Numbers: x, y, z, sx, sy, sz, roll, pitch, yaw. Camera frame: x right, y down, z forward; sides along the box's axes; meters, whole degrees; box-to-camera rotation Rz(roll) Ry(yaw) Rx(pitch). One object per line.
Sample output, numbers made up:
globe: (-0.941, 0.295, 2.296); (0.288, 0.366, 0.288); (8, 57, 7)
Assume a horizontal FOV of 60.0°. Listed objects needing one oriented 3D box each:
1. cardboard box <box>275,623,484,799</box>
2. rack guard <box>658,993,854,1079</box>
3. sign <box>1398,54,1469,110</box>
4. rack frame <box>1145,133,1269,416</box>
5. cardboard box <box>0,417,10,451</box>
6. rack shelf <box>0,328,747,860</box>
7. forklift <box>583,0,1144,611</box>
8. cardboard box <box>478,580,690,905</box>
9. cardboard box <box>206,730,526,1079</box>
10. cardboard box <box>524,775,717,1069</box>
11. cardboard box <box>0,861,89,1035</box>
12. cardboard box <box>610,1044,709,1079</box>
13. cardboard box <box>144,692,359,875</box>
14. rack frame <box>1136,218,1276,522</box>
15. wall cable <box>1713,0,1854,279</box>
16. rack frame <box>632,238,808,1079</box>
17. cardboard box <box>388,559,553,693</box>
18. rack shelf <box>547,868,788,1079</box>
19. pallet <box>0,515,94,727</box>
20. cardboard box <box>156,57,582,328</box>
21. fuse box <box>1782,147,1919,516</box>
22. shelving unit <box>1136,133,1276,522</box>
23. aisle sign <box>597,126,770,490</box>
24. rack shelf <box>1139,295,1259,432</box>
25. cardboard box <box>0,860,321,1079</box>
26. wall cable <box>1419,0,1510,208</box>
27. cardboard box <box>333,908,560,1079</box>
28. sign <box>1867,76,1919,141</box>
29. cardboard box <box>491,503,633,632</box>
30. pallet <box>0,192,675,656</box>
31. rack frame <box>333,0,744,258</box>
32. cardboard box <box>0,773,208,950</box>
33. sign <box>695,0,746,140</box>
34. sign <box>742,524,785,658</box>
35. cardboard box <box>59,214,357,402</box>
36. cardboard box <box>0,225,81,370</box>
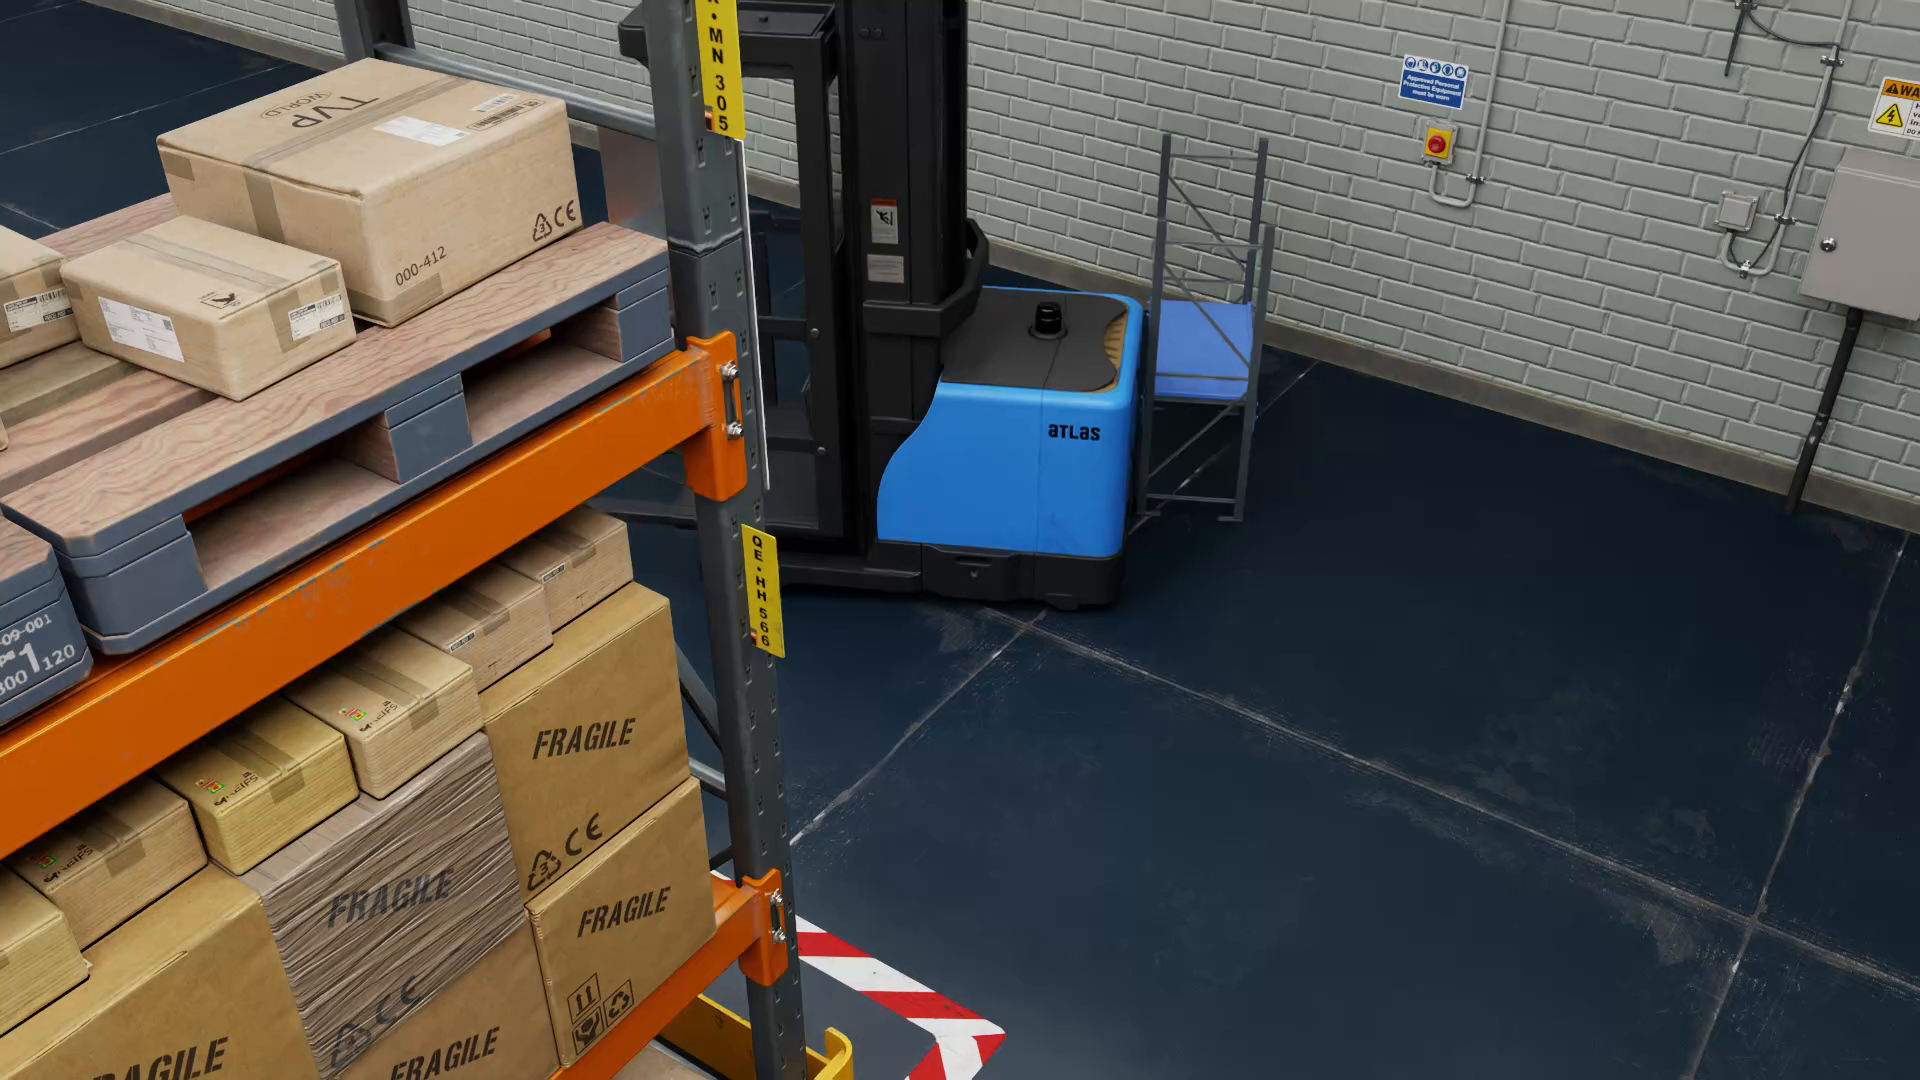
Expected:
cardboard box: (-1.116, 0.288, 3.086); (0.380, 0.149, 0.250); (21, 39, 28)
rack guard: (-0.859, 1.537, 5.031); (1.175, 0.500, 0.348); (21, 39, 28)
sign: (2.318, -2.245, 8.151); (0.327, 0.218, 0.001); (21, 39, 28)
rack frame: (1.215, -1.296, 8.328); (0.500, 1.500, 0.032); (4, 34, 6)
cardboard box: (-1.767, -0.236, 2.358); (0.500, 0.311, 0.500); (22, 40, 29)
rack shelf: (-2.013, 0.488, 2.315); (1.077, 0.370, 4.000); (21, 39, 28)
forklift: (-0.728, -1.282, 7.029); (3.031, 2.935, 1.130); (5, 34, 7)
cardboard box: (-0.952, 0.355, 3.566); (0.500, 0.500, 0.500); (23, 40, 30)
cardboard box: (-1.226, 0.605, 3.196); (0.500, 0.500, 0.500); (21, 40, 28)
cardboard box: (-0.930, 0.778, 3.833); (0.500, 0.500, 0.500); (21, 40, 28)
cardboard box: (-1.595, 0.622, 2.591); (0.380, 0.149, 0.250); (22, 40, 29)
cardboard box: (-1.167, 1.736, 4.418); (0.875, 0.438, 0.875); (20, 39, 27)
cardboard box: (-1.293, 0.390, 2.934); (0.380, 0.149, 0.250); (22, 40, 29)
rack frame: (1.089, -0.731, 7.492); (0.500, 1.500, 0.032); (4, 34, 6)
wall cable: (3.495, -2.063, 7.216); (0.588, 1.984, 0.122); (21, 39, 28)
rack frame: (-0.873, 0.513, 4.314); (1.000, 3.000, 0.127); (21, 39, 28)
cardboard box: (-1.038, 0.142, 3.302); (0.380, 0.149, 0.250); (22, 40, 29)
rack shelf: (-2.013, 1.731, 3.155); (1.077, 0.370, 4.000); (21, 39, 28)
pallet: (-1.982, 0.215, 2.155); (1.003, 0.211, 1.213); (21, 39, 28)
cardboard box: (-1.055, -0.647, 3.022); (0.500, 0.250, 0.500); (18, 38, 24)
fuse box: (3.966, -0.818, 7.432); (0.539, 1.711, 0.414); (21, 39, 28)
shelving unit: (1.152, -1.014, 7.910); (0.538, 1.500, 1.048); (4, 34, 6)
aisle sign: (-0.577, -0.498, 3.489); (0.394, 0.787, 0.004); (21, 39, 28)
rack shelf: (1.152, -0.865, 8.011); (0.538, 0.185, 1.000); (4, 34, 6)
cardboard box: (-1.511, 0.831, 2.861); (0.500, 0.500, 0.500); (21, 39, 28)
wall cable: (2.323, -2.524, 7.869); (0.585, 1.953, 0.123); (21, 39, 28)
cardboard box: (-1.229, 1.004, 3.499); (0.500, 0.500, 0.500); (20, 39, 27)
sign: (4.038, -1.807, 7.007); (0.339, 0.242, 0.001); (21, 39, 28)
cardboard box: (-0.913, 0.017, 3.486); (0.380, 0.149, 0.250); (22, 40, 29)
pallet: (-1.287, -0.349, 2.989); (1.003, 0.211, 1.213); (21, 39, 28)
rack frame: (-0.873, -1.973, 2.634); (1.000, 3.000, 0.127); (21, 39, 28)
cardboard box: (-1.501, 0.488, 2.790); (0.380, 0.149, 0.250); (21, 39, 28)
sign: (-0.435, -0.884, 2.982); (0.100, 0.325, 0.005); (21, 39, 28)
sign: (-0.435, 0.115, 3.658); (0.100, 0.325, 0.005); (21, 39, 28)
cardboard box: (-1.229, -0.387, 2.727); (0.380, 0.149, 0.250); (18, 38, 25)
cardboard box: (-1.682, -0.414, 2.767); (0.380, 0.149, 0.250); (23, 40, 30)
